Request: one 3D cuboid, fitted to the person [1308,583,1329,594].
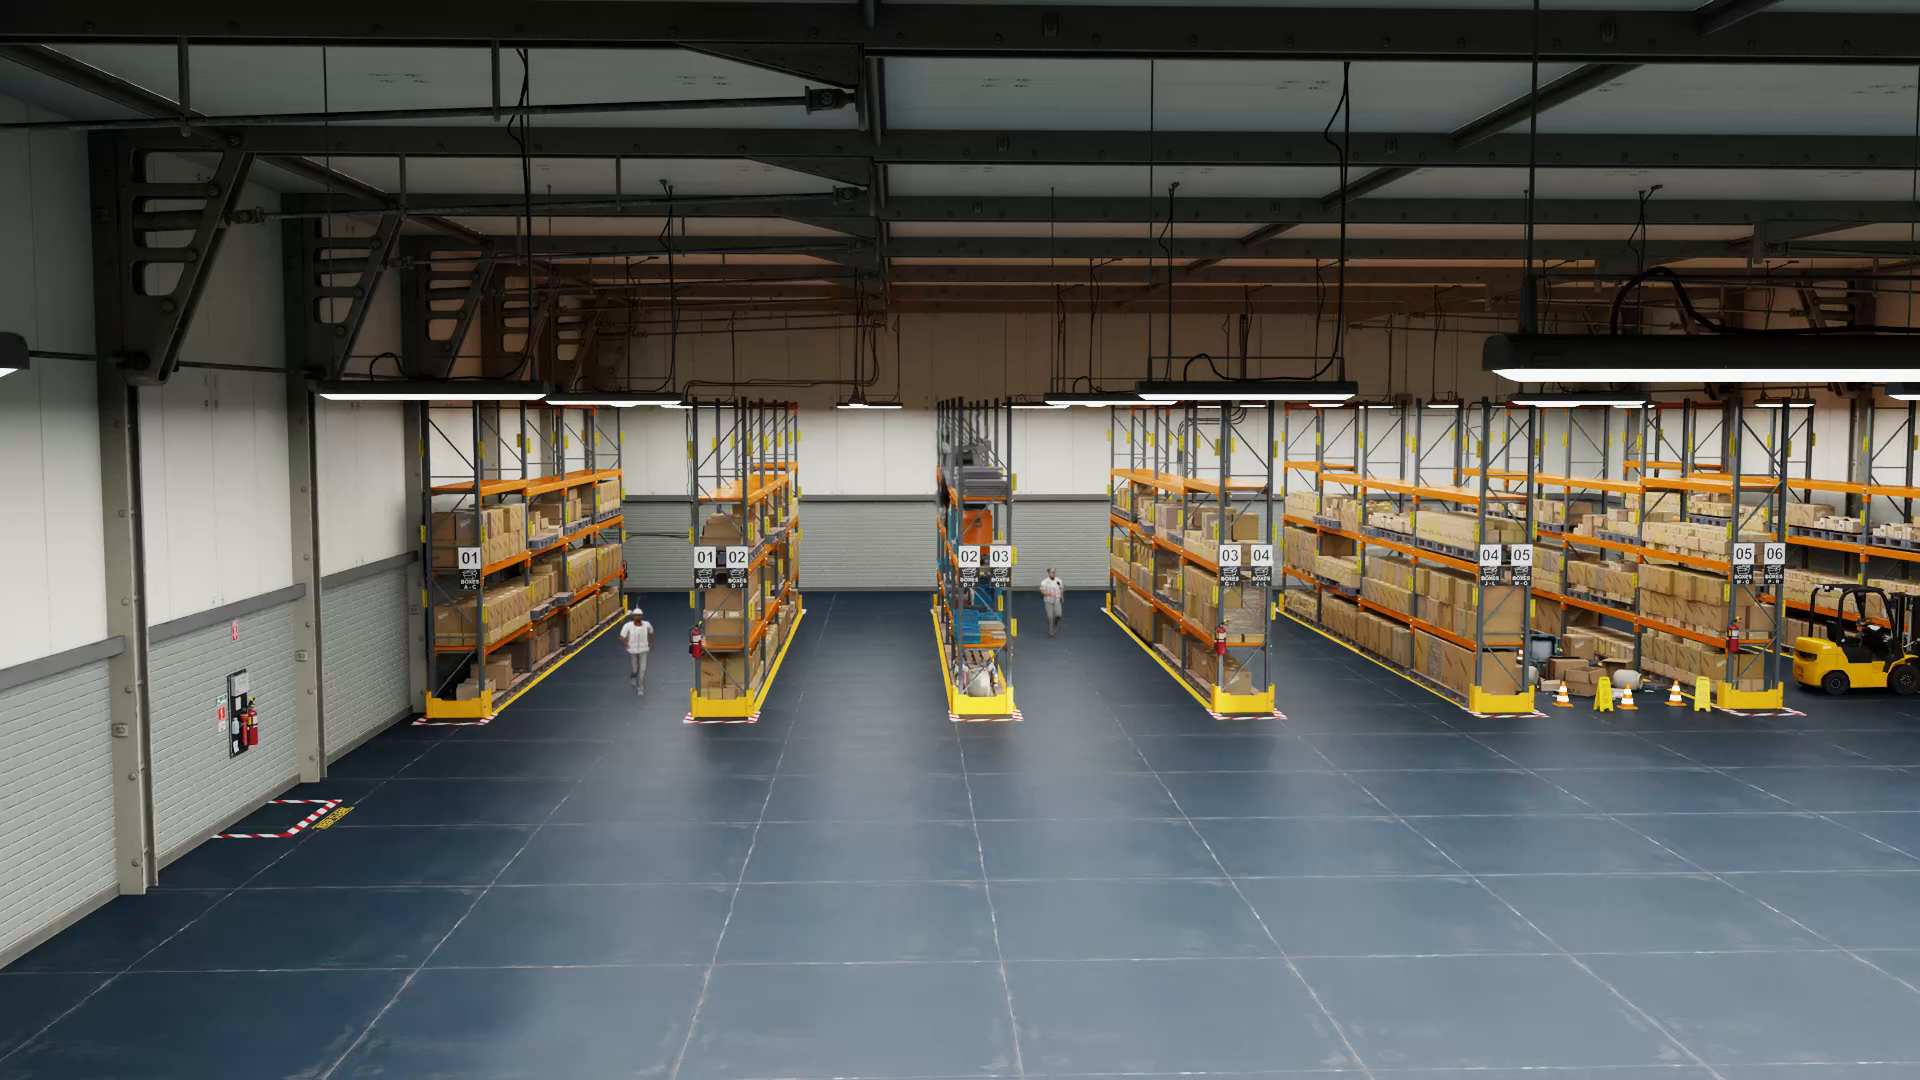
[{"bbox_3d":[10.487,1.070,49.074,0.929,1.717,0.676,0,4,2],"label":"person"}]

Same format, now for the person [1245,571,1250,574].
[{"bbox_3d":[7.989,1.299,47.365,0.605,1.536,0.525,2,5,19],"label":"person"}]

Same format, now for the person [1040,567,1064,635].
[{"bbox_3d":[2.388,1.565,42.523,0.651,1.743,0.603,-1,4,-11],"label":"person"}]

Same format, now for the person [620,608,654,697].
[{"bbox_3d":[-6.512,2.254,33.616,0.698,1.752,0.948,-1,5,-16],"label":"person"}]
